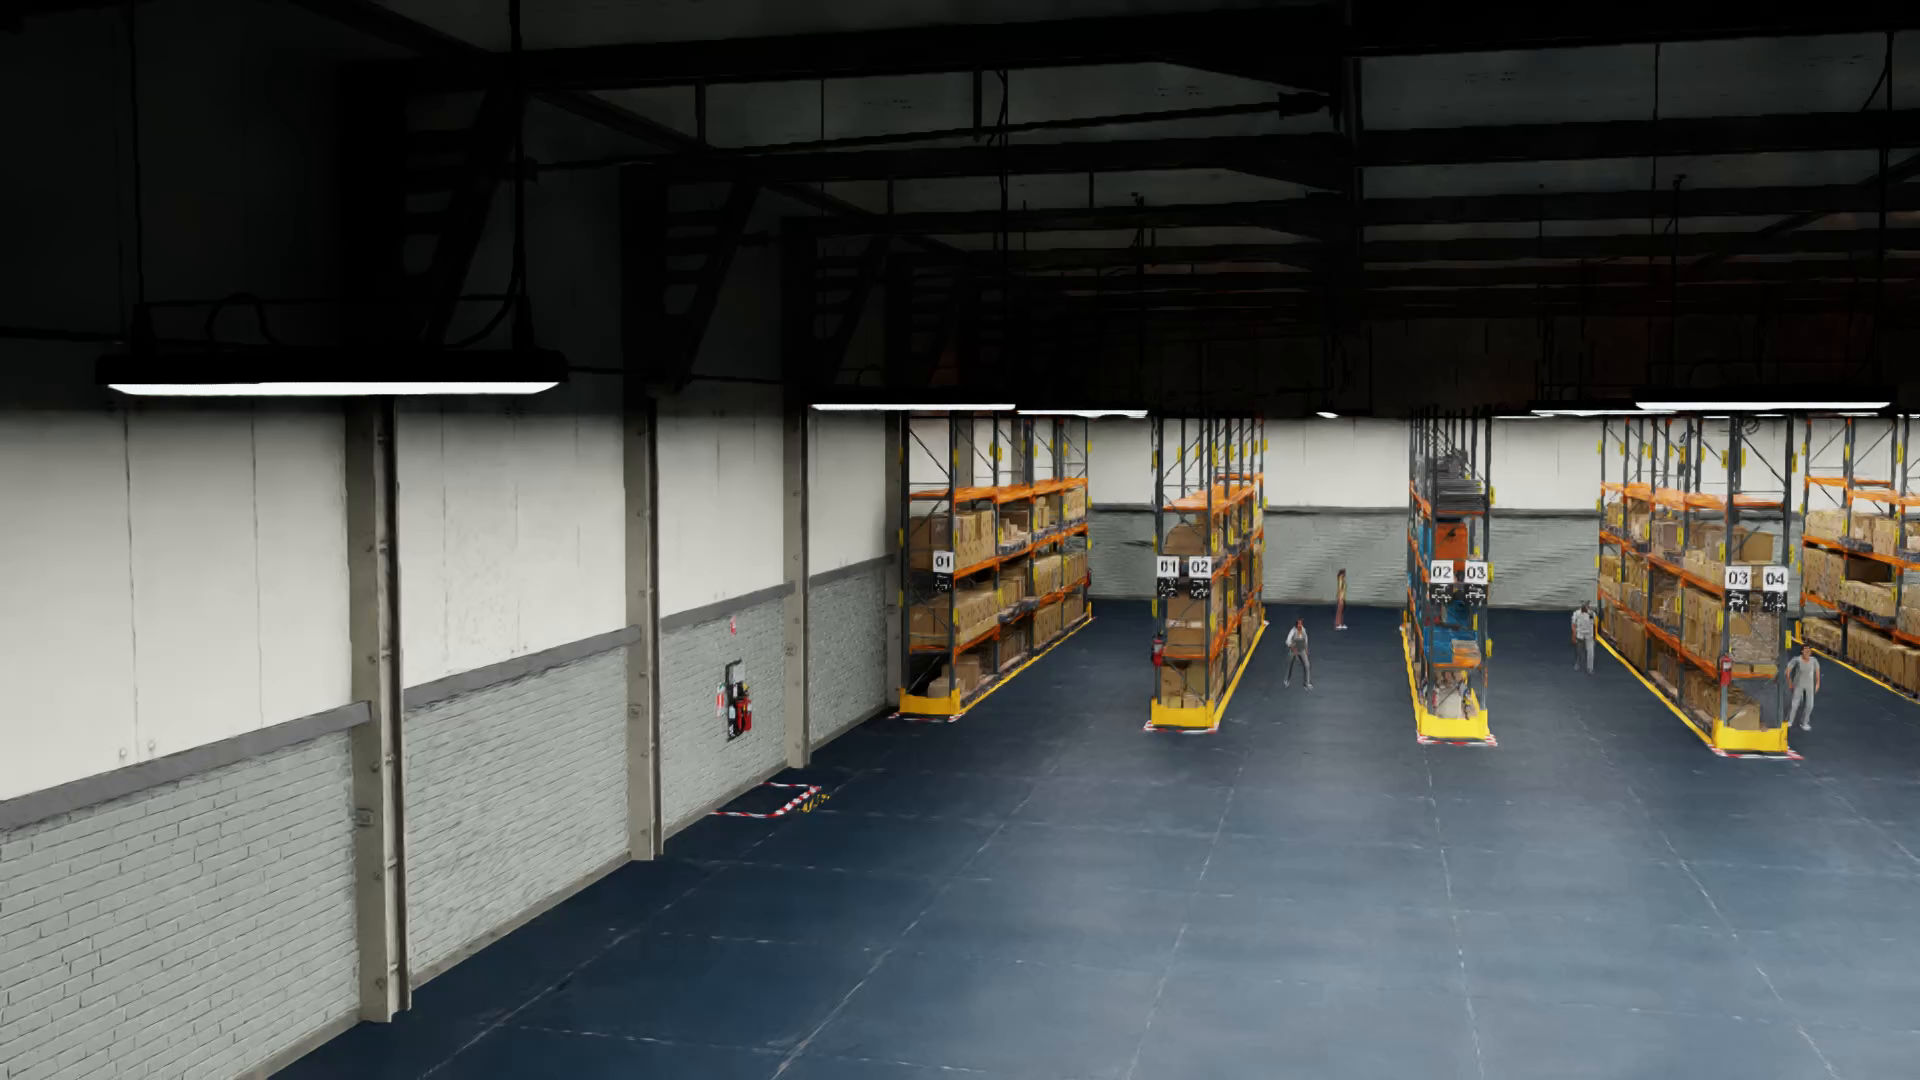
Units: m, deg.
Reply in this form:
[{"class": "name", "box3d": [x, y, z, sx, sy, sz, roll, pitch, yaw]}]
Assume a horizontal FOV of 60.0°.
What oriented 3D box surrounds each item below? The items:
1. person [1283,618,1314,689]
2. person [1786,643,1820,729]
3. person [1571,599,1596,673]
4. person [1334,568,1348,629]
[{"class": "person", "box3d": [7.210, 2.397, 35.549, 0.550, 1.525, 0.788, 0, 4, -4]}, {"class": "person", "box3d": [15.647, 2.705, 30.889, 0.580, 1.619, 0.507, 1, 4, 11]}, {"class": "person", "box3d": [14.175, 2.158, 37.801, 0.542, 1.675, 1.126, 1, 4, 16]}, {"class": "person", "box3d": [10.488, 1.599, 45.683, 0.388, 1.673, 0.562, 1, 4, 8]}]
